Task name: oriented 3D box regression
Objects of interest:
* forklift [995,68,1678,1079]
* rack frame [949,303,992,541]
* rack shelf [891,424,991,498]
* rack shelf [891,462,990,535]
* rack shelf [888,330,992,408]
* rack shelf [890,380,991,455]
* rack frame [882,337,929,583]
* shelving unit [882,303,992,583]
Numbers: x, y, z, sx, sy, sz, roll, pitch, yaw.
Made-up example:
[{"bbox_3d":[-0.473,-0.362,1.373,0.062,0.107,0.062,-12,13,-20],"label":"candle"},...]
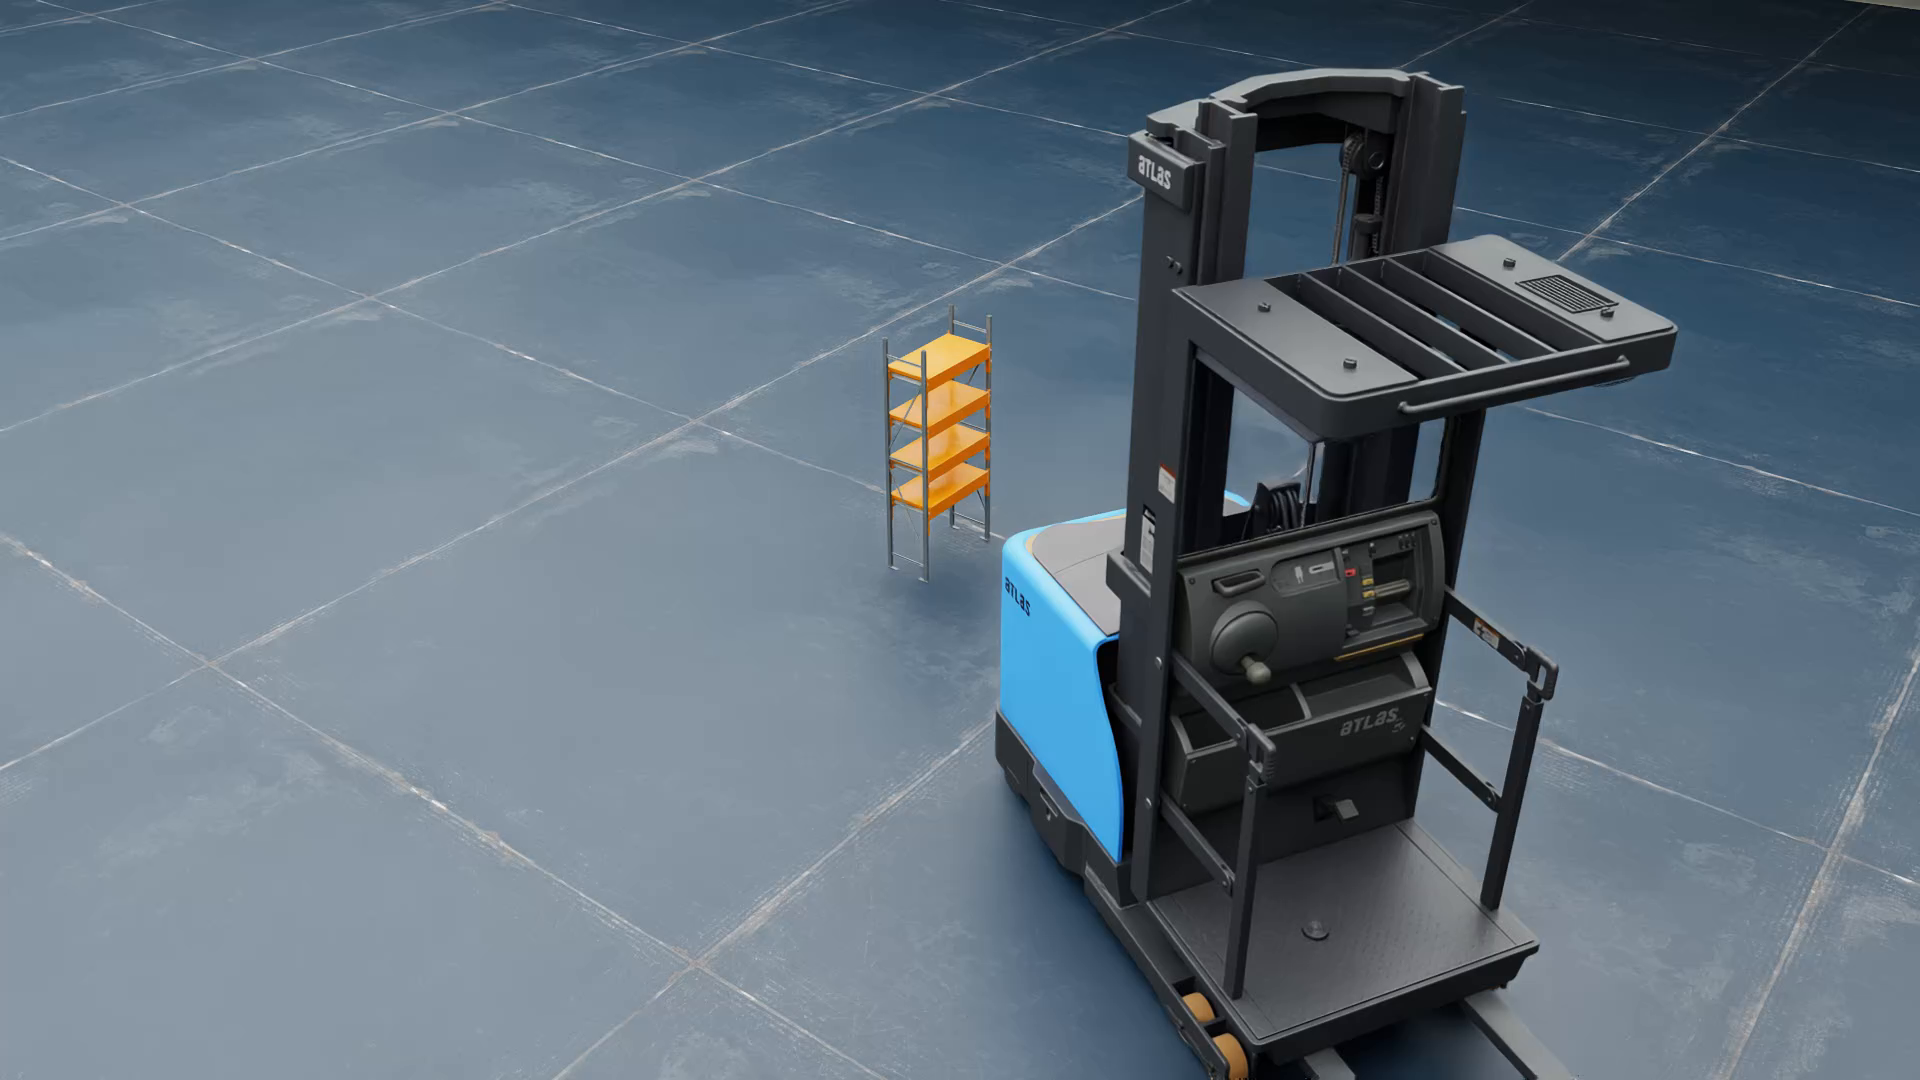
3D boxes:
[{"bbox_3d":[1.193,0.233,4.982,1.130,2.935,3.031,-13,33,-20],"label":"forklift"},{"bbox_3d":[0.047,-0.548,7.998,0.240,1.200,0.015,21,37,31],"label":"rack frame"},{"bbox_3d":[-0.100,-0.391,7.865,0.258,0.148,0.480,21,37,31],"label":"rack shelf"},{"bbox_3d":[-0.100,-0.220,7.966,0.258,0.148,0.480,21,37,31],"label":"rack shelf"},{"bbox_3d":[-0.100,-0.787,7.630,0.258,0.148,0.480,21,37,31],"label":"rack shelf"},{"bbox_3d":[-0.100,-0.583,7.751,0.258,0.148,0.480,21,37,31],"label":"rack shelf"},{"bbox_3d":[-0.247,-0.350,7.663,0.240,1.200,0.015,21,37,31],"label":"rack frame"},{"bbox_3d":[-0.100,-0.449,7.831,0.258,1.200,0.503,21,37,31],"label":"shelving unit"}]
